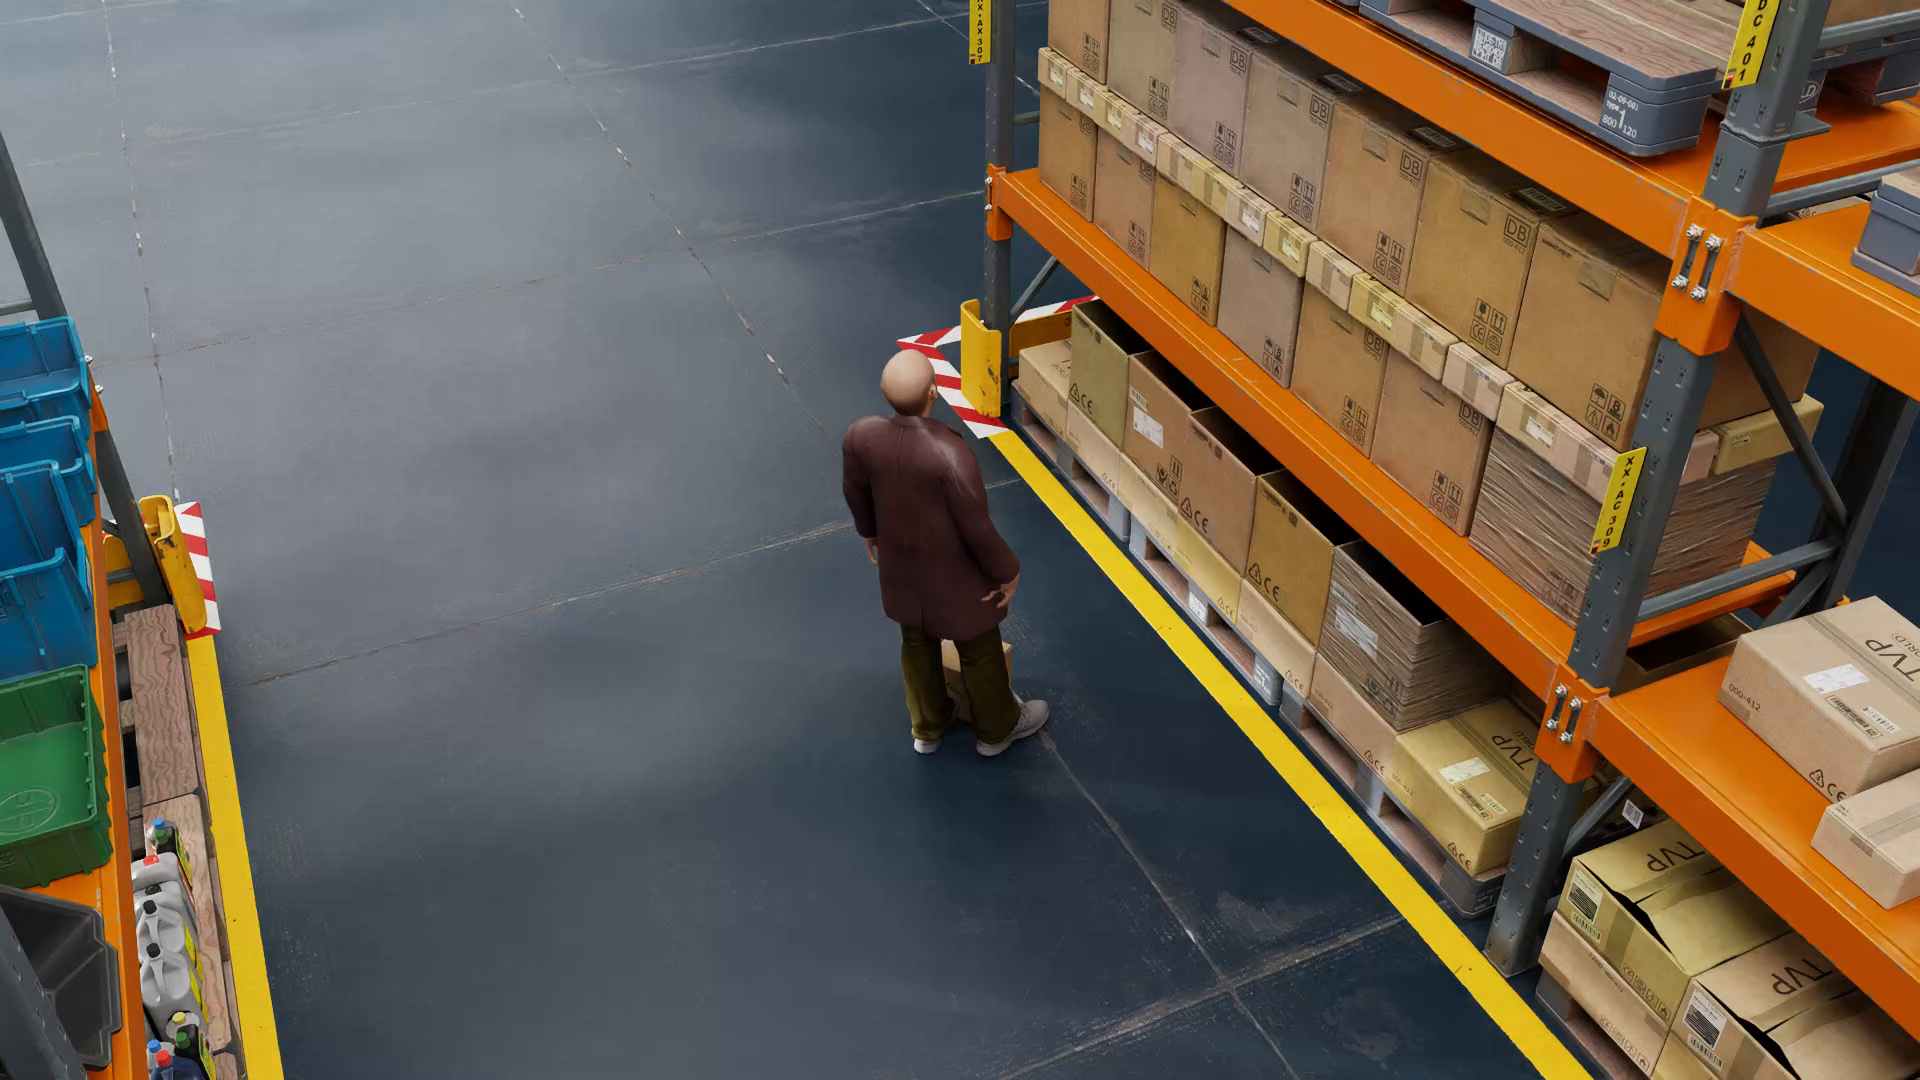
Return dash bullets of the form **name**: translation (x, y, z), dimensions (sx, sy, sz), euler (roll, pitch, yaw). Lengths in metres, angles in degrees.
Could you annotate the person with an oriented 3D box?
- **person**: translation (-0.049, 0.031, 6.105), dimensions (0.697, 1.779, 0.579), euler (21, 42, 26)
